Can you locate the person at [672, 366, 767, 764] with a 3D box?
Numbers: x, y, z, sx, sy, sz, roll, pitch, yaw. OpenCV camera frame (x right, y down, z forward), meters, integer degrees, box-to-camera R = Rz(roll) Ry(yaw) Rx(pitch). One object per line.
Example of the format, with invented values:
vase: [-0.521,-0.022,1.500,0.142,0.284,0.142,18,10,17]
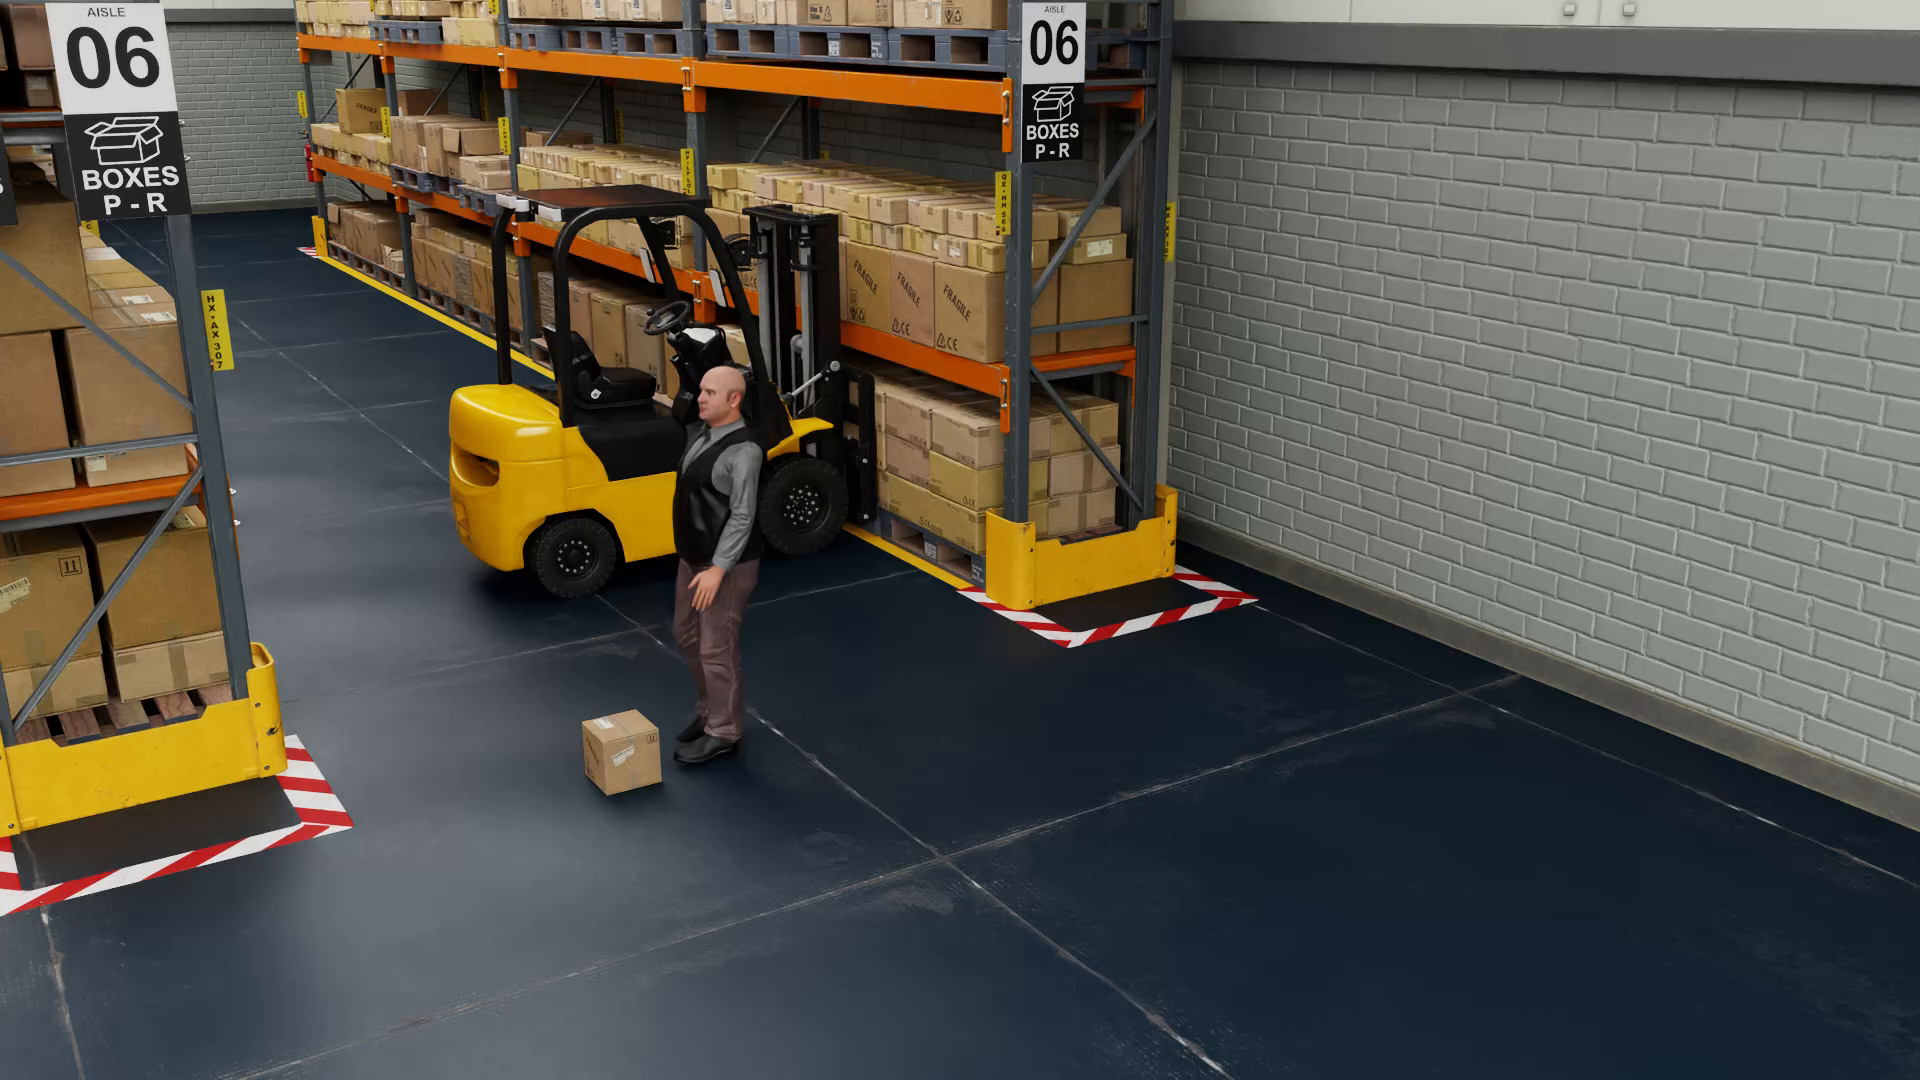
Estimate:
person: [-1.085,0.136,7.189,0.461,1.790,0.578,-9,20,-27]
